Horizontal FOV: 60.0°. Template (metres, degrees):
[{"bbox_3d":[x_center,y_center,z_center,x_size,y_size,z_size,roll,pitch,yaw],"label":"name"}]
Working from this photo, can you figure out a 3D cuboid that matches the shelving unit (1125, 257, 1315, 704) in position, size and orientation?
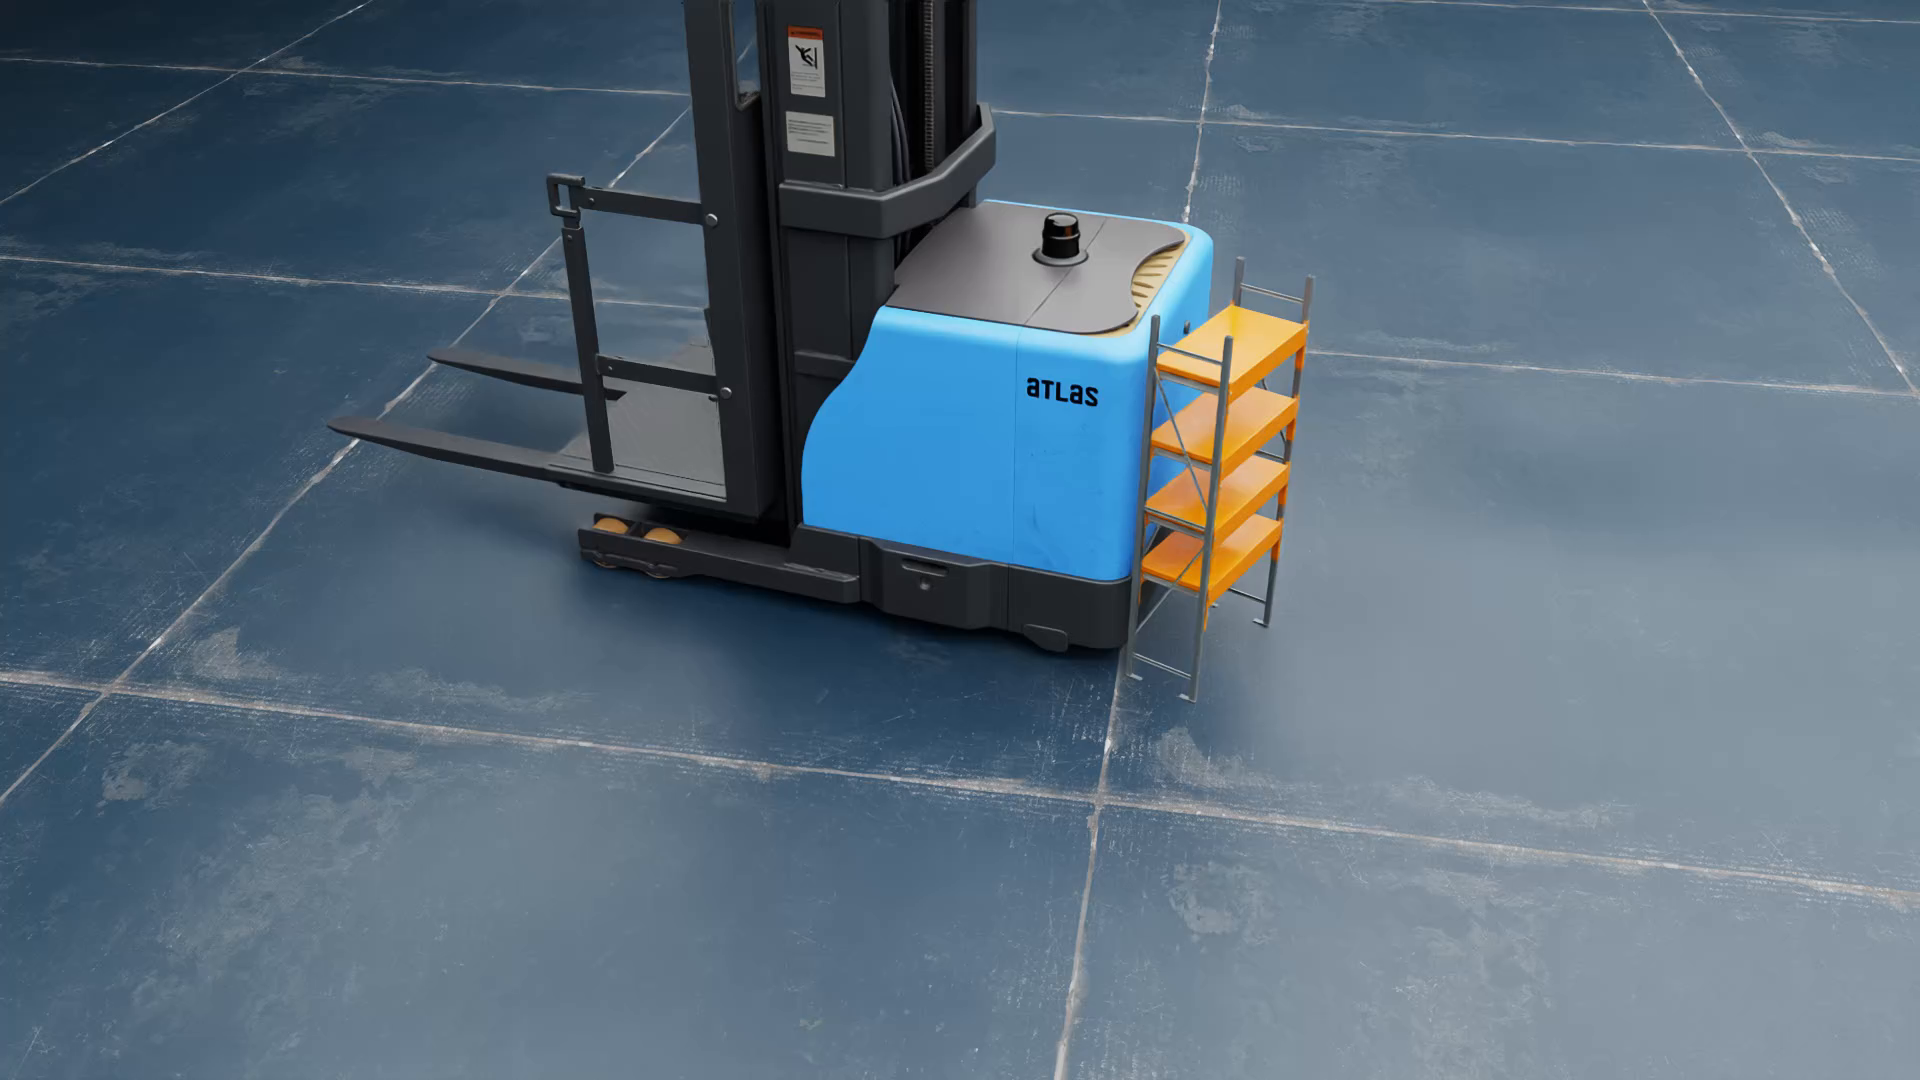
[{"bbox_3d":[0.752,-0.163,4.878,0.258,1.200,0.503,21,38,29],"label":"shelving unit"}]

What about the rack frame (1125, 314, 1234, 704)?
[{"bbox_3d":[0.610,-0.058,4.710,0.240,1.200,0.015,21,38,29],"label":"rack frame"}]

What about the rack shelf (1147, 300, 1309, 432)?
[{"bbox_3d":[0.754,-0.496,4.669,0.258,0.148,0.480,21,38,29],"label":"rack shelf"}]

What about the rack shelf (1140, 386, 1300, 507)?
[{"bbox_3d":[0.753,-0.296,4.795,0.258,0.148,0.480,21,38,29],"label":"rack shelf"}]

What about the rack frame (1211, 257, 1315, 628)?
[{"bbox_3d":[0.894,-0.269,5.047,0.240,1.200,0.015,21,38,29],"label":"rack frame"}]

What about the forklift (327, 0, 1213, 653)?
[{"bbox_3d":[-0.748,-1.364,5.167,3.031,2.935,1.130,11,34,17],"label":"forklift"}]

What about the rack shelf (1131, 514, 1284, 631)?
[{"bbox_3d":[0.750,0.062,5.020,0.258,0.148,0.480,21,38,29],"label":"rack shelf"}]

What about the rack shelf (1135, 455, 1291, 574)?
[{"bbox_3d":[0.751,-0.106,4.914,0.258,0.148,0.480,21,38,29],"label":"rack shelf"}]
